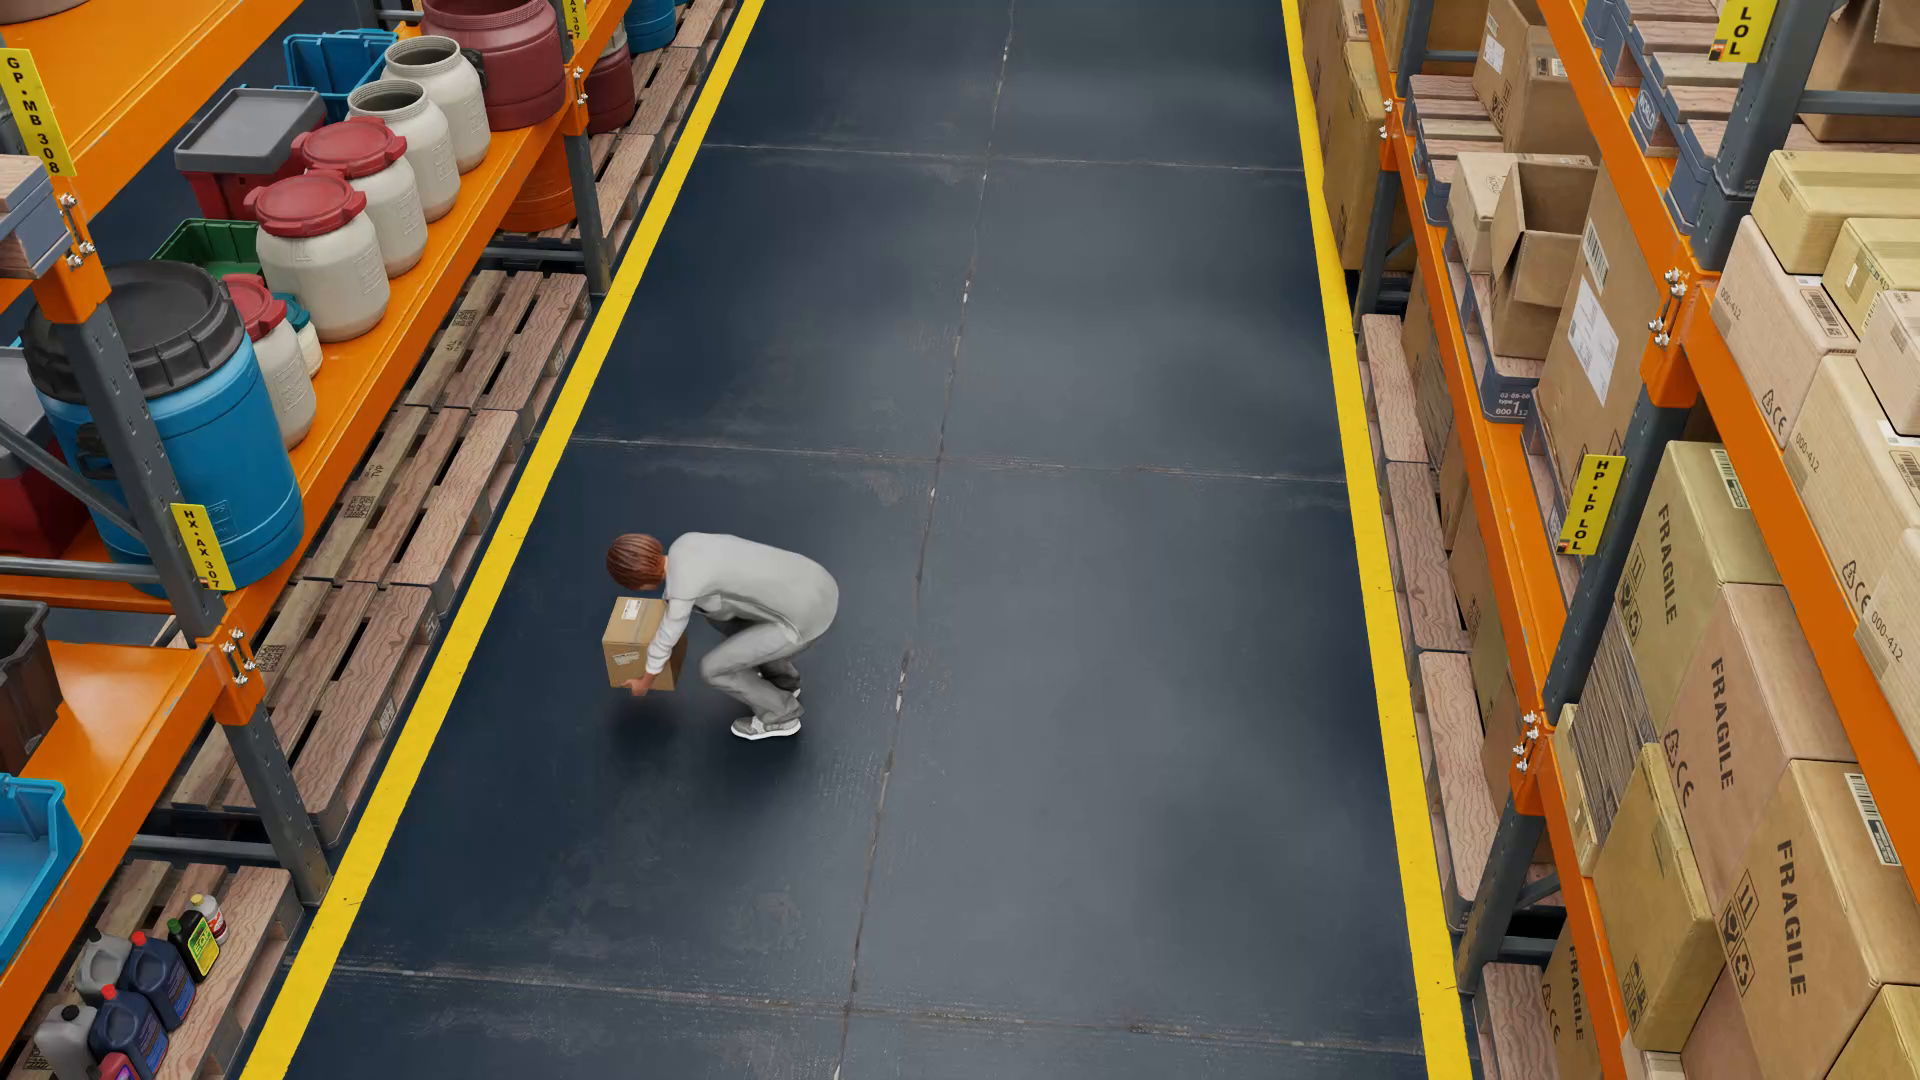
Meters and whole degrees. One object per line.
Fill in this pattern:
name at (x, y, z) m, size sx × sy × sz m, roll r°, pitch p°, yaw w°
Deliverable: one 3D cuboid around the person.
person at (-0.876, 0.351, 6.326) m, size 0.845 × 0.857 × 0.425 m, roll 2°, pitch 41°, yaw 2°
